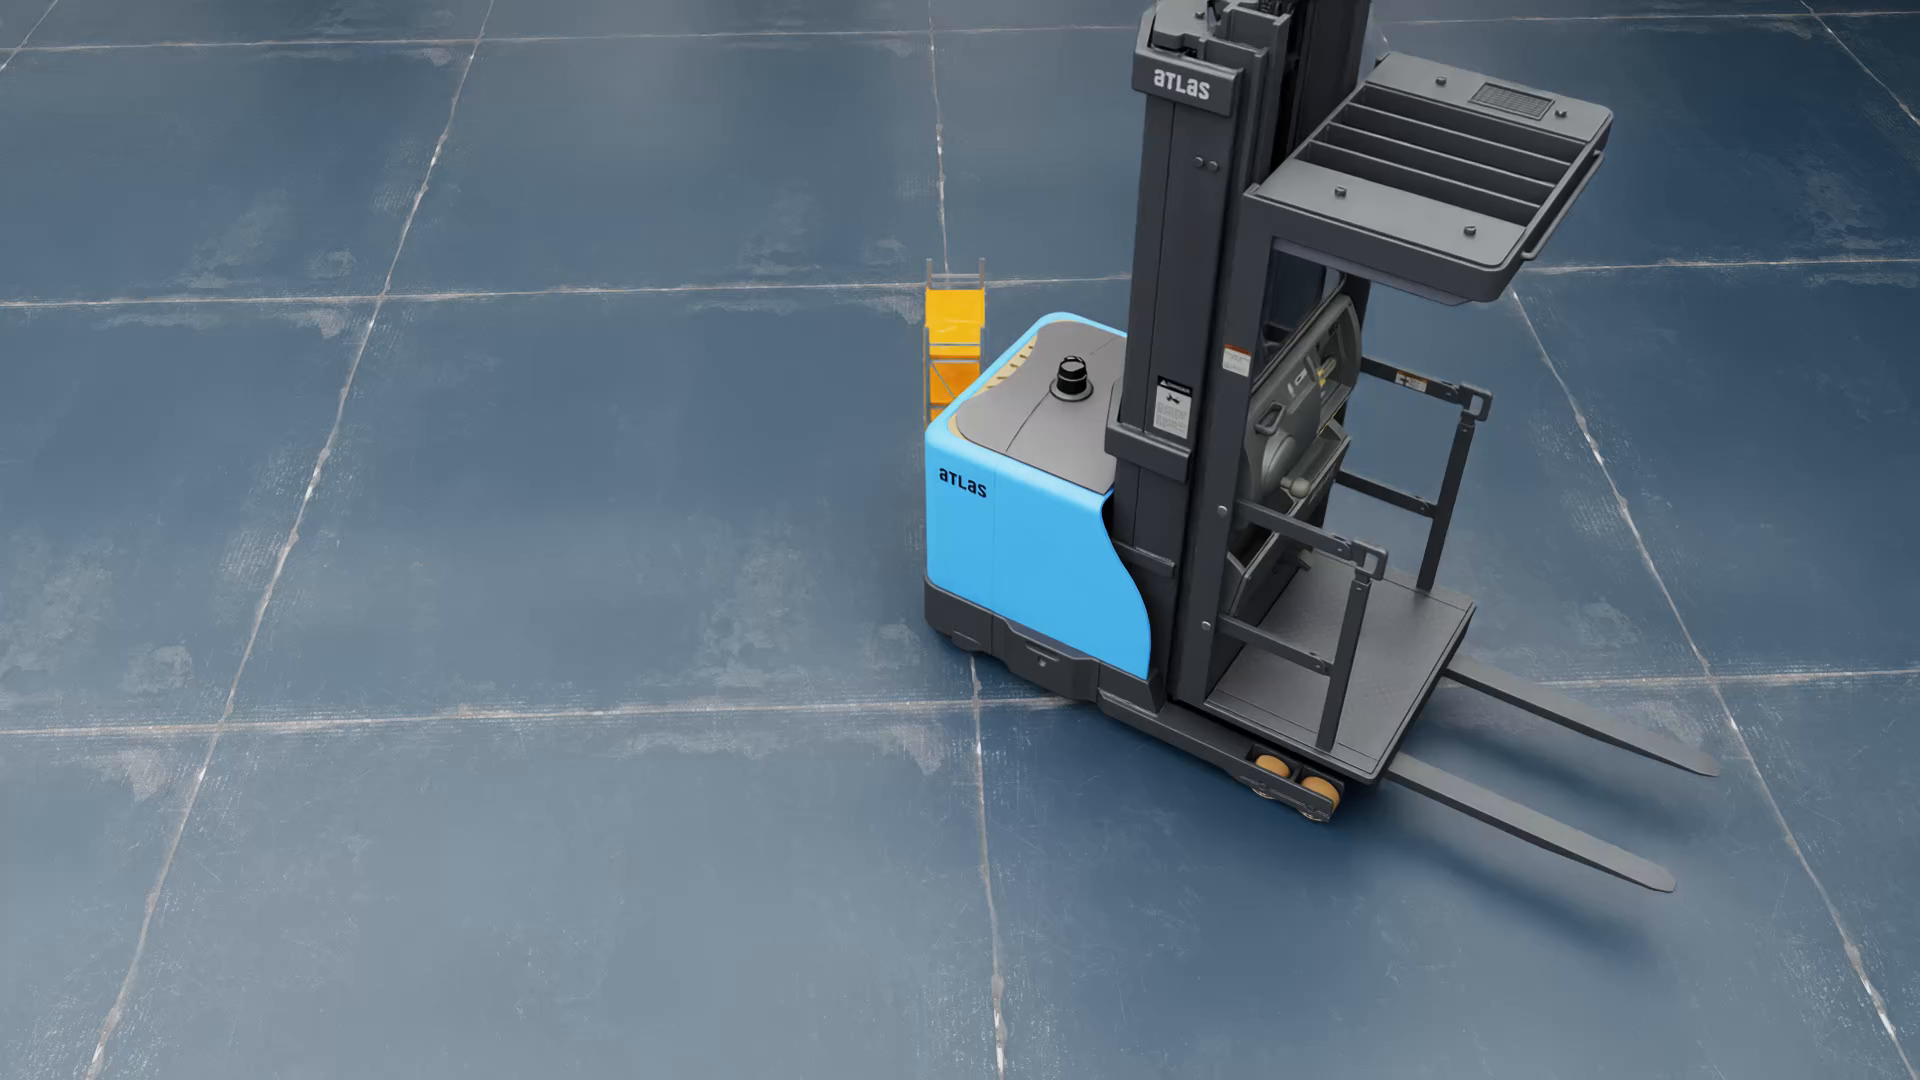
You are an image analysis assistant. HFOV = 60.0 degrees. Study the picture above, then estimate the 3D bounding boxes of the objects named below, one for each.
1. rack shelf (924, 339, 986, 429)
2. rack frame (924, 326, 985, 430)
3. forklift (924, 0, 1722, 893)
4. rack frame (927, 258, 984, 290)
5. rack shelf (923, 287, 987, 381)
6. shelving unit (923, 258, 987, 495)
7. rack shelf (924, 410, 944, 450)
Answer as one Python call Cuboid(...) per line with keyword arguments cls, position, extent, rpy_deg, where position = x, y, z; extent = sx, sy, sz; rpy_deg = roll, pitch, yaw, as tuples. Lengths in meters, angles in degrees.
Cuboid(cls="rack shelf", position=(-0.020, -0.674, 7.015), extent=(0.258, 0.148, 0.480), rpy_deg=(0, 43, 0))
Cuboid(cls="rack frame", position=(-0.020, -0.394, 6.941), extent=(0.240, 1.200, 0.015), rpy_deg=(0, 43, 0))
Cuboid(cls="forklift", position=(1.368, -0.440, 5.711), extent=(3.031, 2.935, 1.130), rpy_deg=(23, 47, 23))
Cuboid(cls="rack frame", position=(-0.019, -0.723, 7.301), extent=(0.240, 1.200, 0.015), rpy_deg=(0, 43, 0))
Cuboid(cls="rack shelf", position=(-0.020, -0.848, 6.856), extent=(0.258, 0.148, 0.480), rpy_deg=(0, 43, 0))
Cuboid(cls="shelving unit", position=(-0.020, -0.559, 7.121), extent=(0.258, 1.200, 0.503), rpy_deg=(0, 43, 0))
Cuboid(cls="rack shelf", position=(-0.020, -0.509, 7.167), extent=(0.258, 0.148, 0.480), rpy_deg=(0, 43, 0))
